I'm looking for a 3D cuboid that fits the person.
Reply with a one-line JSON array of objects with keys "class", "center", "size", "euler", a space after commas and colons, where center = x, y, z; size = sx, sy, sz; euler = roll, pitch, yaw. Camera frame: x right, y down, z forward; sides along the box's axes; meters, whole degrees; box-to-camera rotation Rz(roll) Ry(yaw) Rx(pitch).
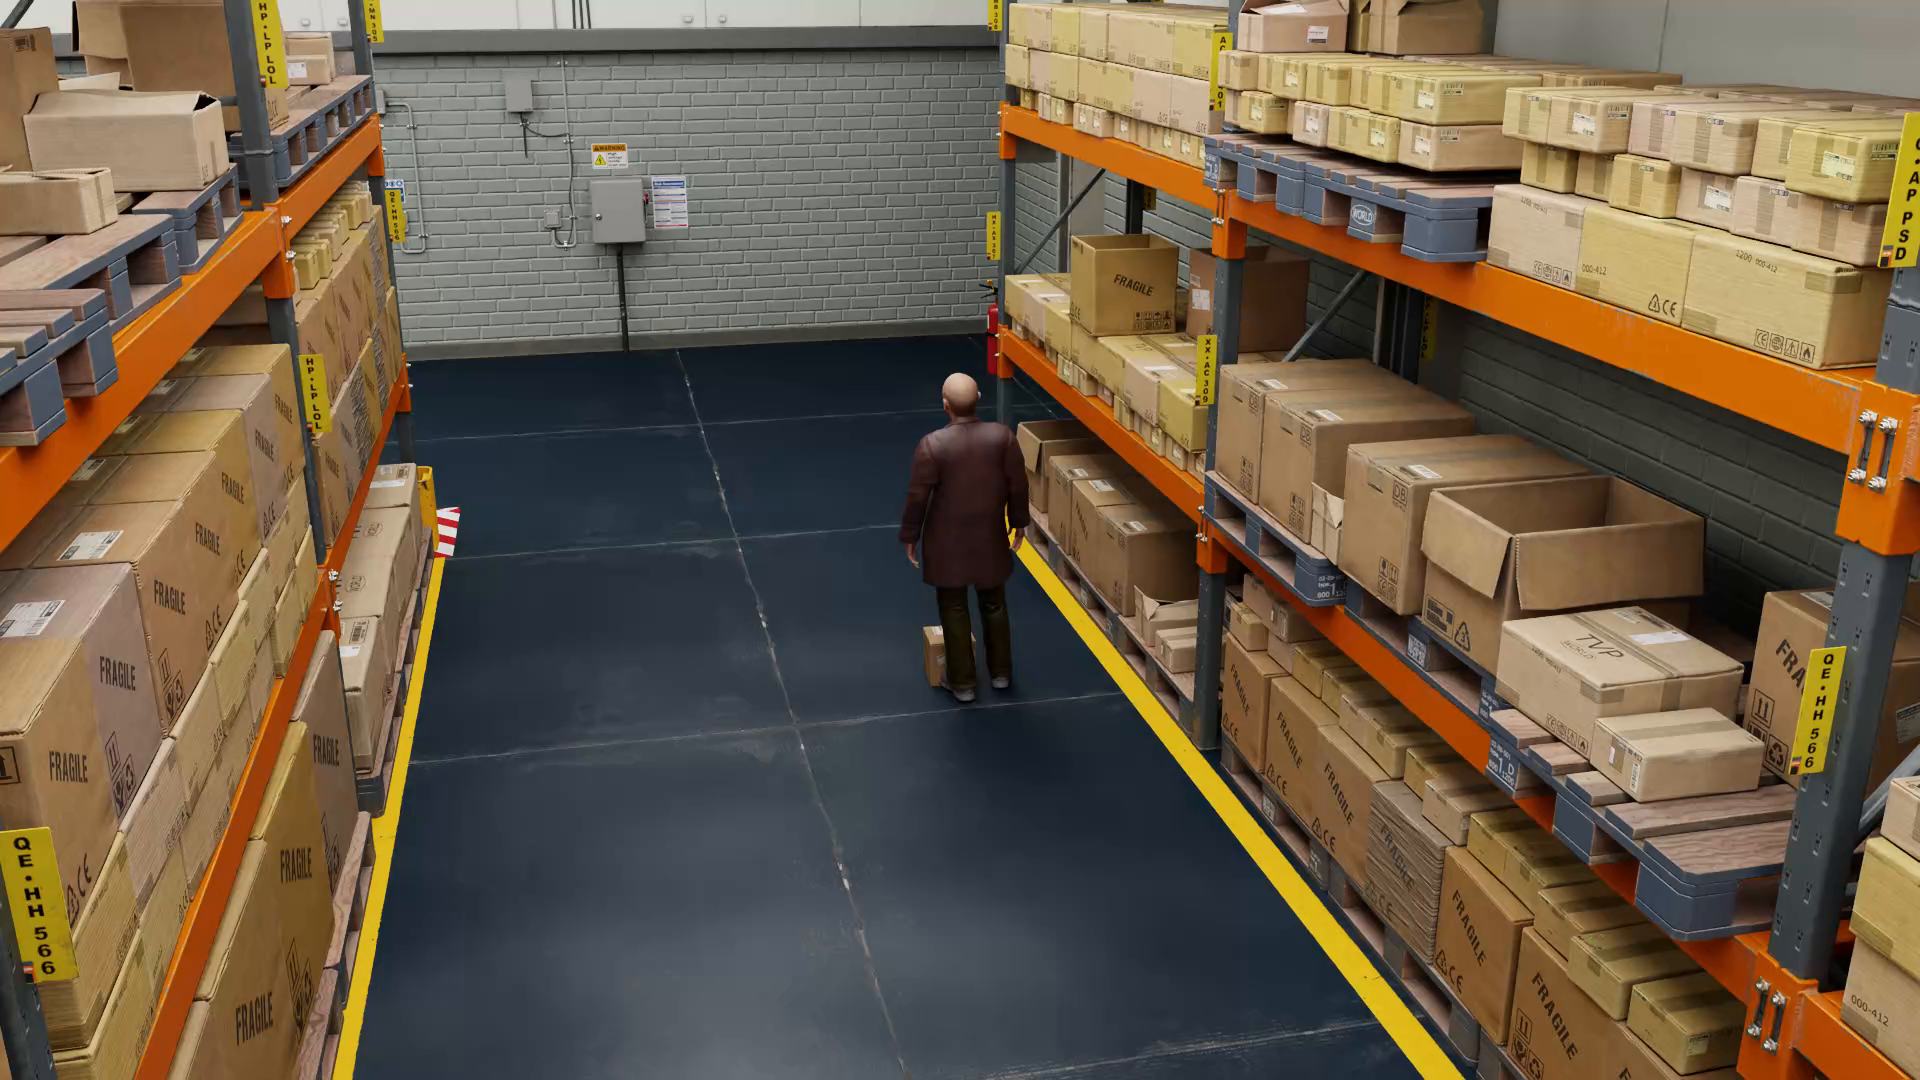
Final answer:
[{"class": "person", "center": [0.008, -0.039, 8.673], "size": [0.695, 1.776, 0.582], "euler": [-4, 20, -12]}]
